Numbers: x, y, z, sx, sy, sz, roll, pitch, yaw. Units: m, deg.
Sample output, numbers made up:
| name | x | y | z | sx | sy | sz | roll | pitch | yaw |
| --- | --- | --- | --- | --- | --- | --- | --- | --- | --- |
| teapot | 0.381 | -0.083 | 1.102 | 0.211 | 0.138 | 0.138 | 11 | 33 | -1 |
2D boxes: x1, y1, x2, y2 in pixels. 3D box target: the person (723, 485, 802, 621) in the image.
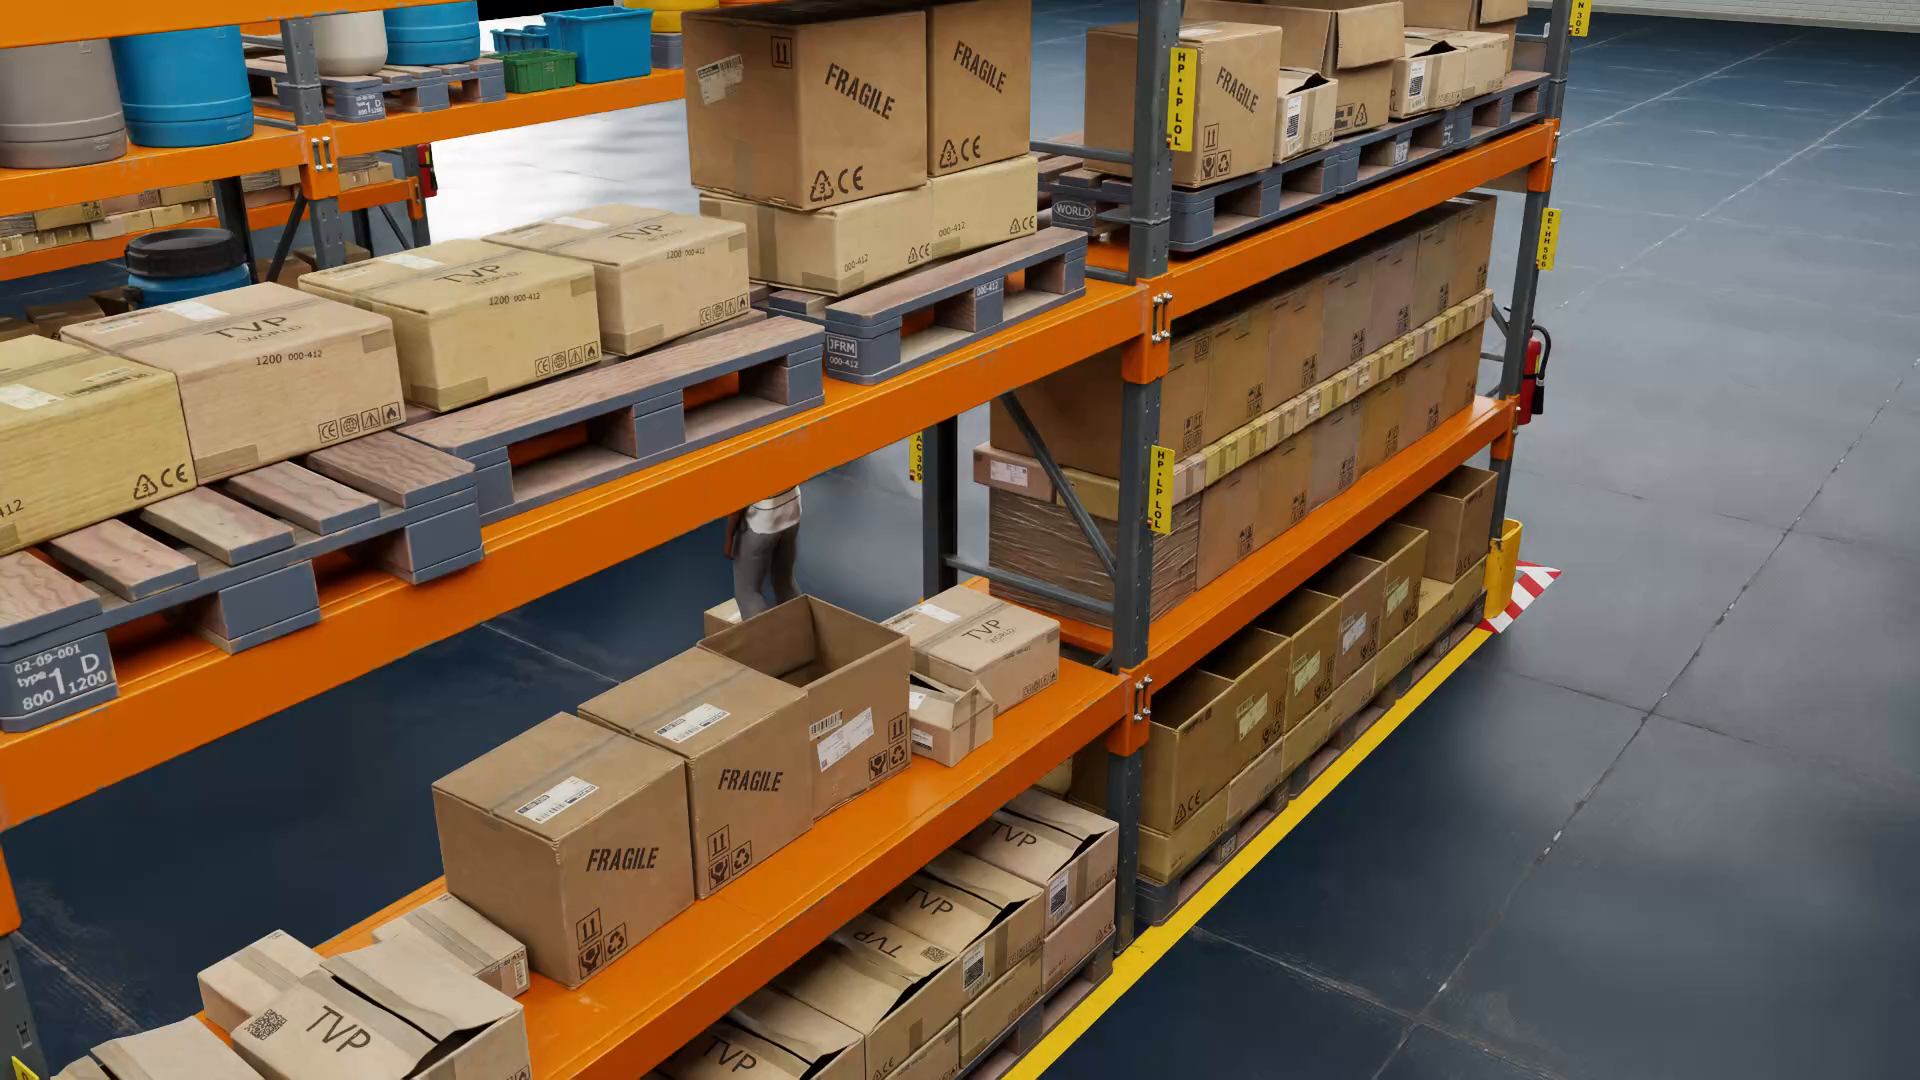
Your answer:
| name | x | y | z | sx | sy | sz | roll | pitch | yaw |
| --- | --- | --- | --- | --- | --- | --- | --- | --- | --- |
| person | -1.045 | -0.090 | 8.800 | 0.391 | 1.664 | 0.531 | 15 | 28 | 31 |
